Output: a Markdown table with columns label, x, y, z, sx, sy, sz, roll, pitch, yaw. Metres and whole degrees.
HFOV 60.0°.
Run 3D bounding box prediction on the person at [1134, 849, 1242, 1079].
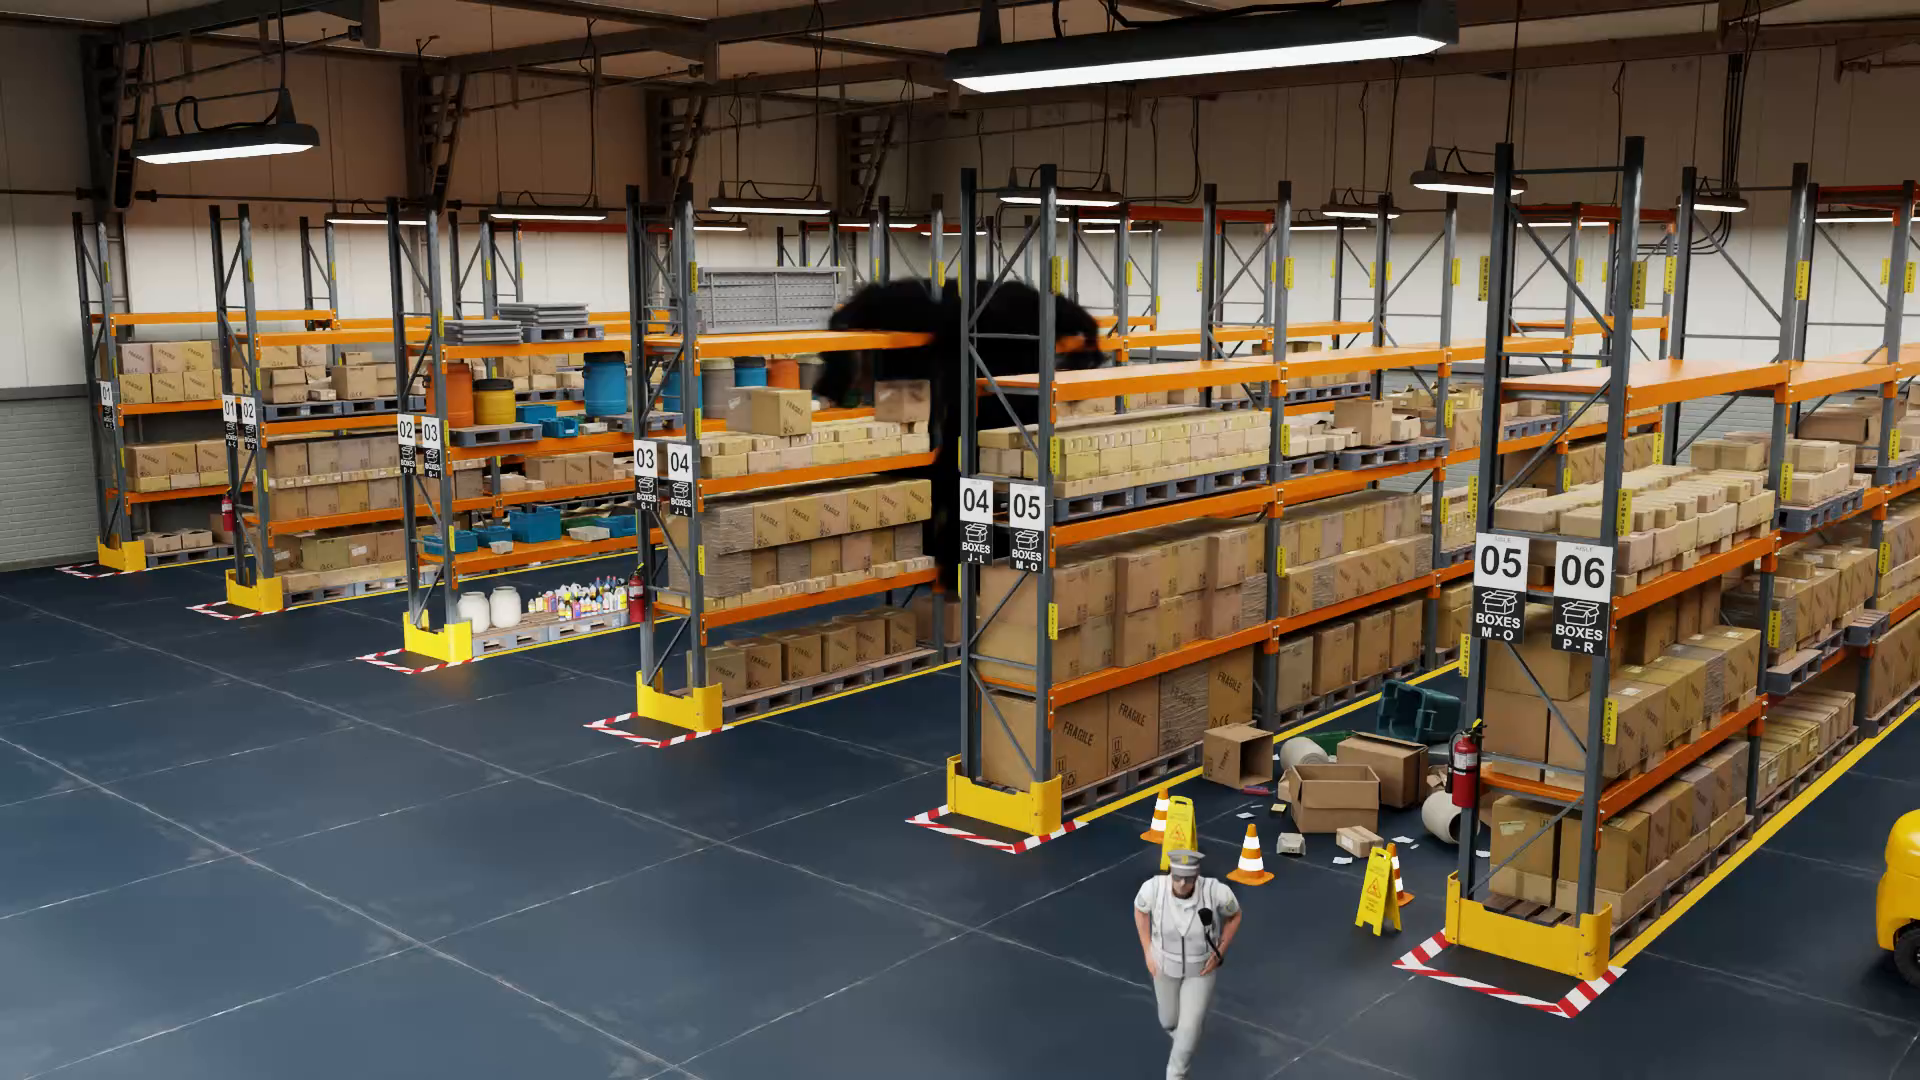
| label | x | y | z | sx | sy | sz | roll | pitch | yaw |
| --- | --- | --- | --- | --- | --- | --- | --- | --- | --- |
| person | 1.426 | 2.651 | 10.462 | 0.665 | 1.720 | 0.919 | 1 | 10 | 8 |
